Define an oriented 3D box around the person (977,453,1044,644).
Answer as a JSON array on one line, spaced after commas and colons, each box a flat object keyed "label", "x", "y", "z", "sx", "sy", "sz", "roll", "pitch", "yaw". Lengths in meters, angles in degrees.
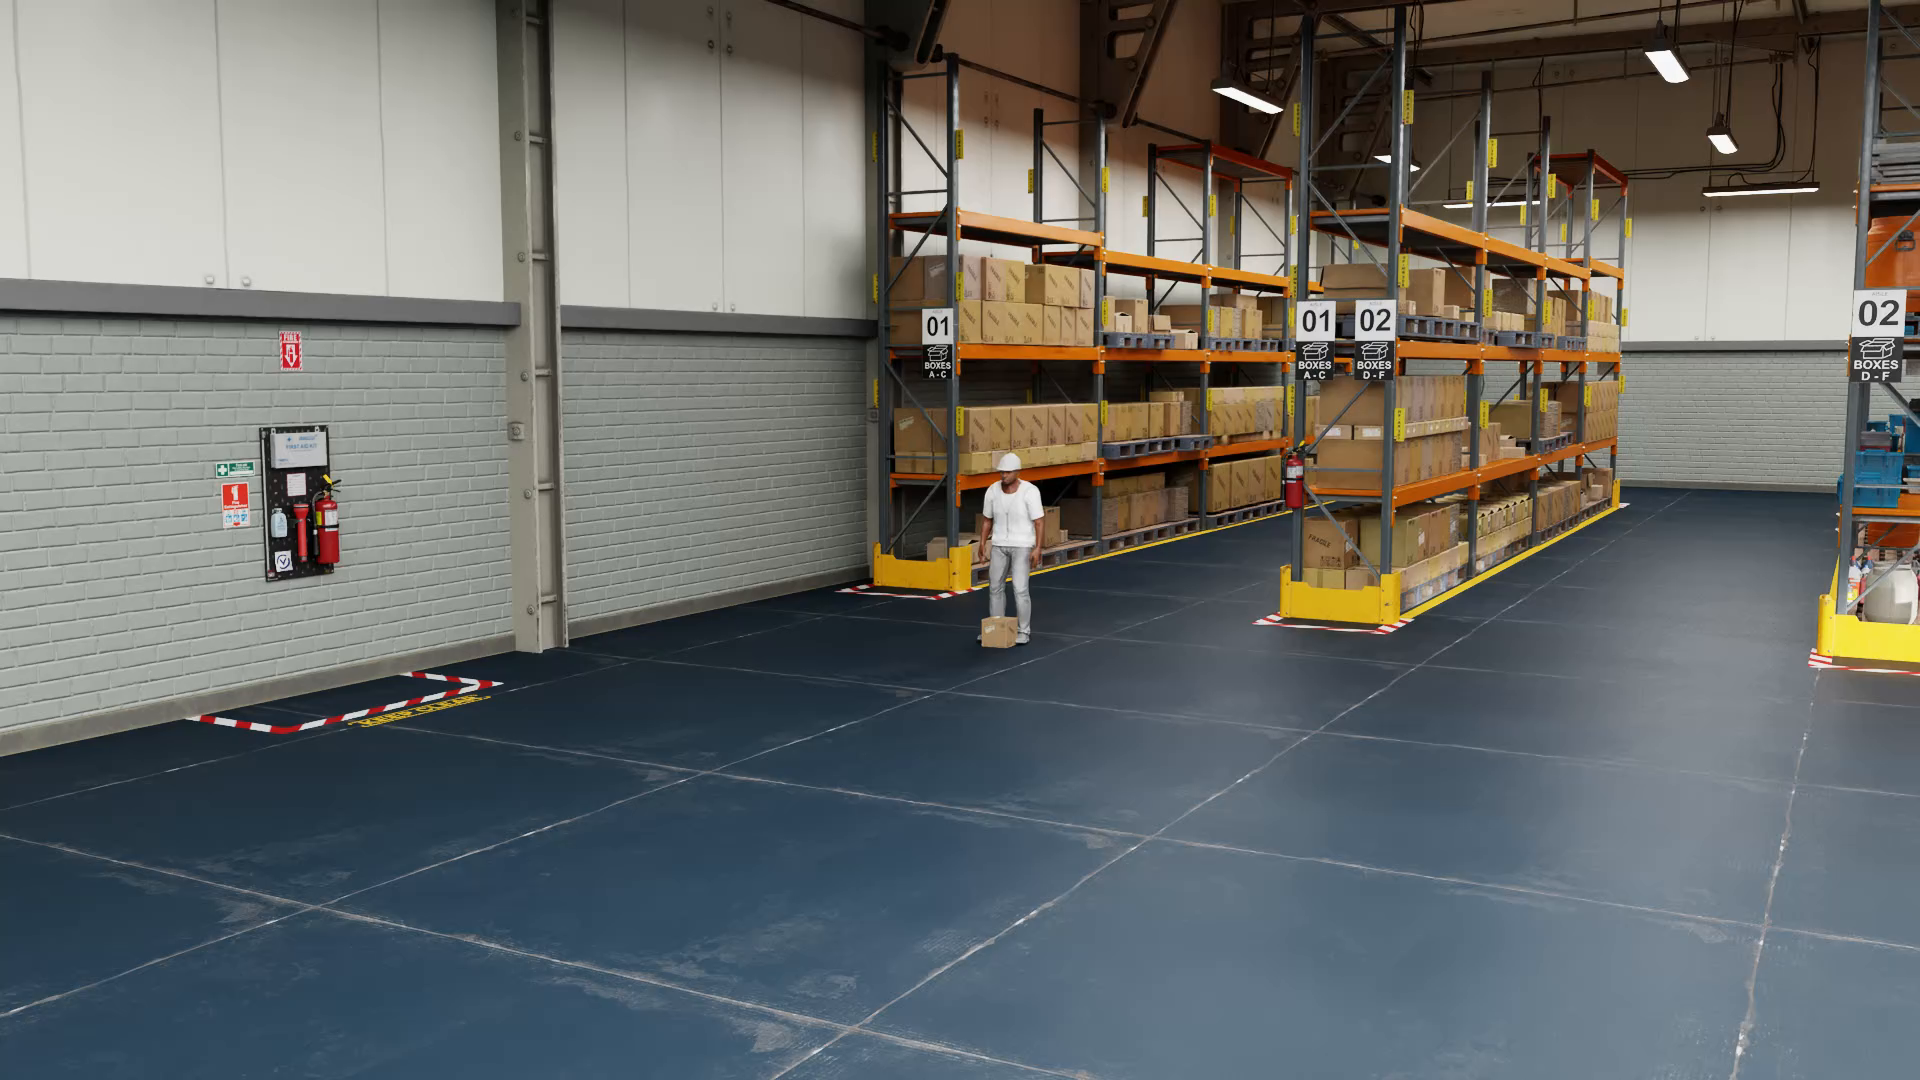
[{"label": "person", "x": 0.463, "y": 0.072, "z": 15.350, "sx": 0.635, "sy": 1.760, "sz": 0.462, "roll": 3, "pitch": 7, "yaw": 27}]
